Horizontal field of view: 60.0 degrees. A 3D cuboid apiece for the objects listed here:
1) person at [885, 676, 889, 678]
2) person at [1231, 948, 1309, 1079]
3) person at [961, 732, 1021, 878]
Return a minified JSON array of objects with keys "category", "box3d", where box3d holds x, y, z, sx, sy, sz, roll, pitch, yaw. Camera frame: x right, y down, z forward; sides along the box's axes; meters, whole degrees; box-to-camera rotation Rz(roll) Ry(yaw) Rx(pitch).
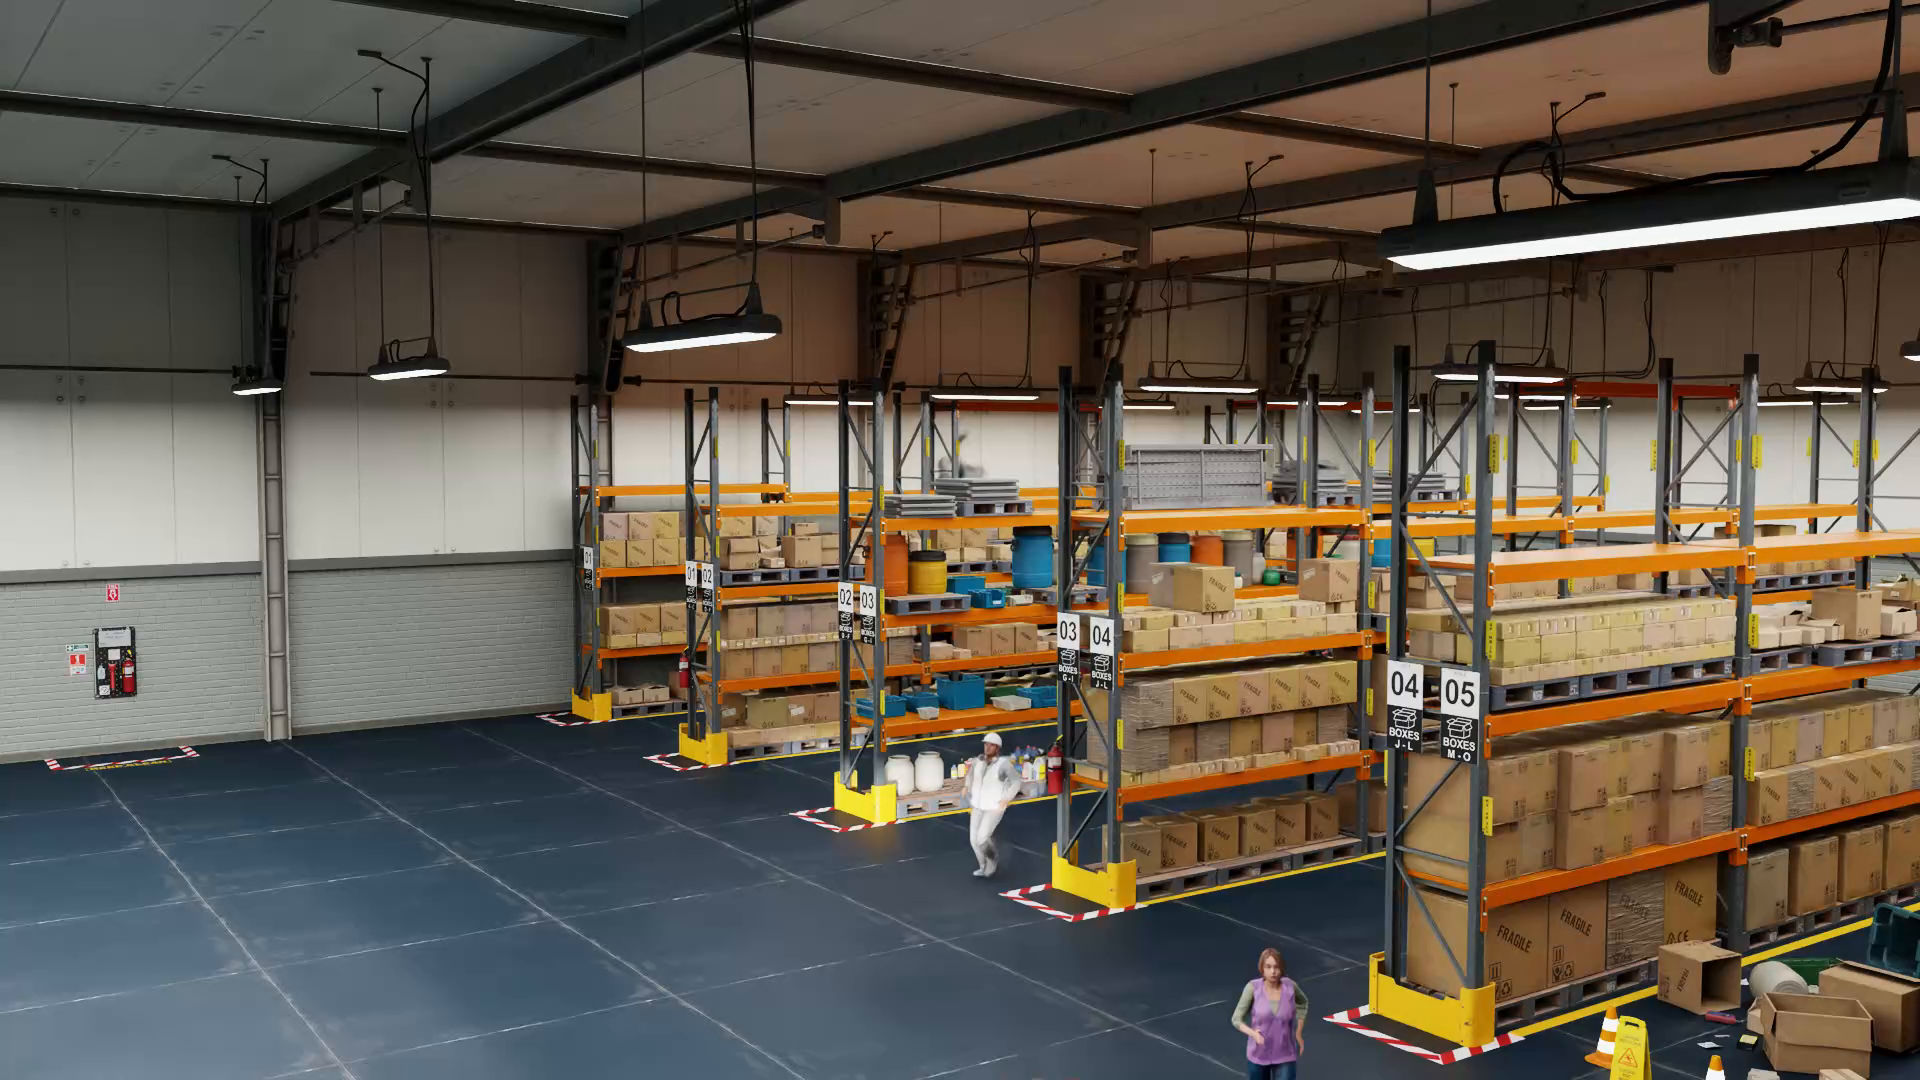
[{"category":"person","box3d":[-1.462,2.488,31.264,0.841,1.635,0.607,-3,5,-42]},{"category":"person","box3d":[2.172,3.652,11.654,0.539,1.577,0.873,1,3,9]},{"category":"person","box3d":[0.300,3.131,19.579,0.708,1.720,0.543,3,4,38]}]
